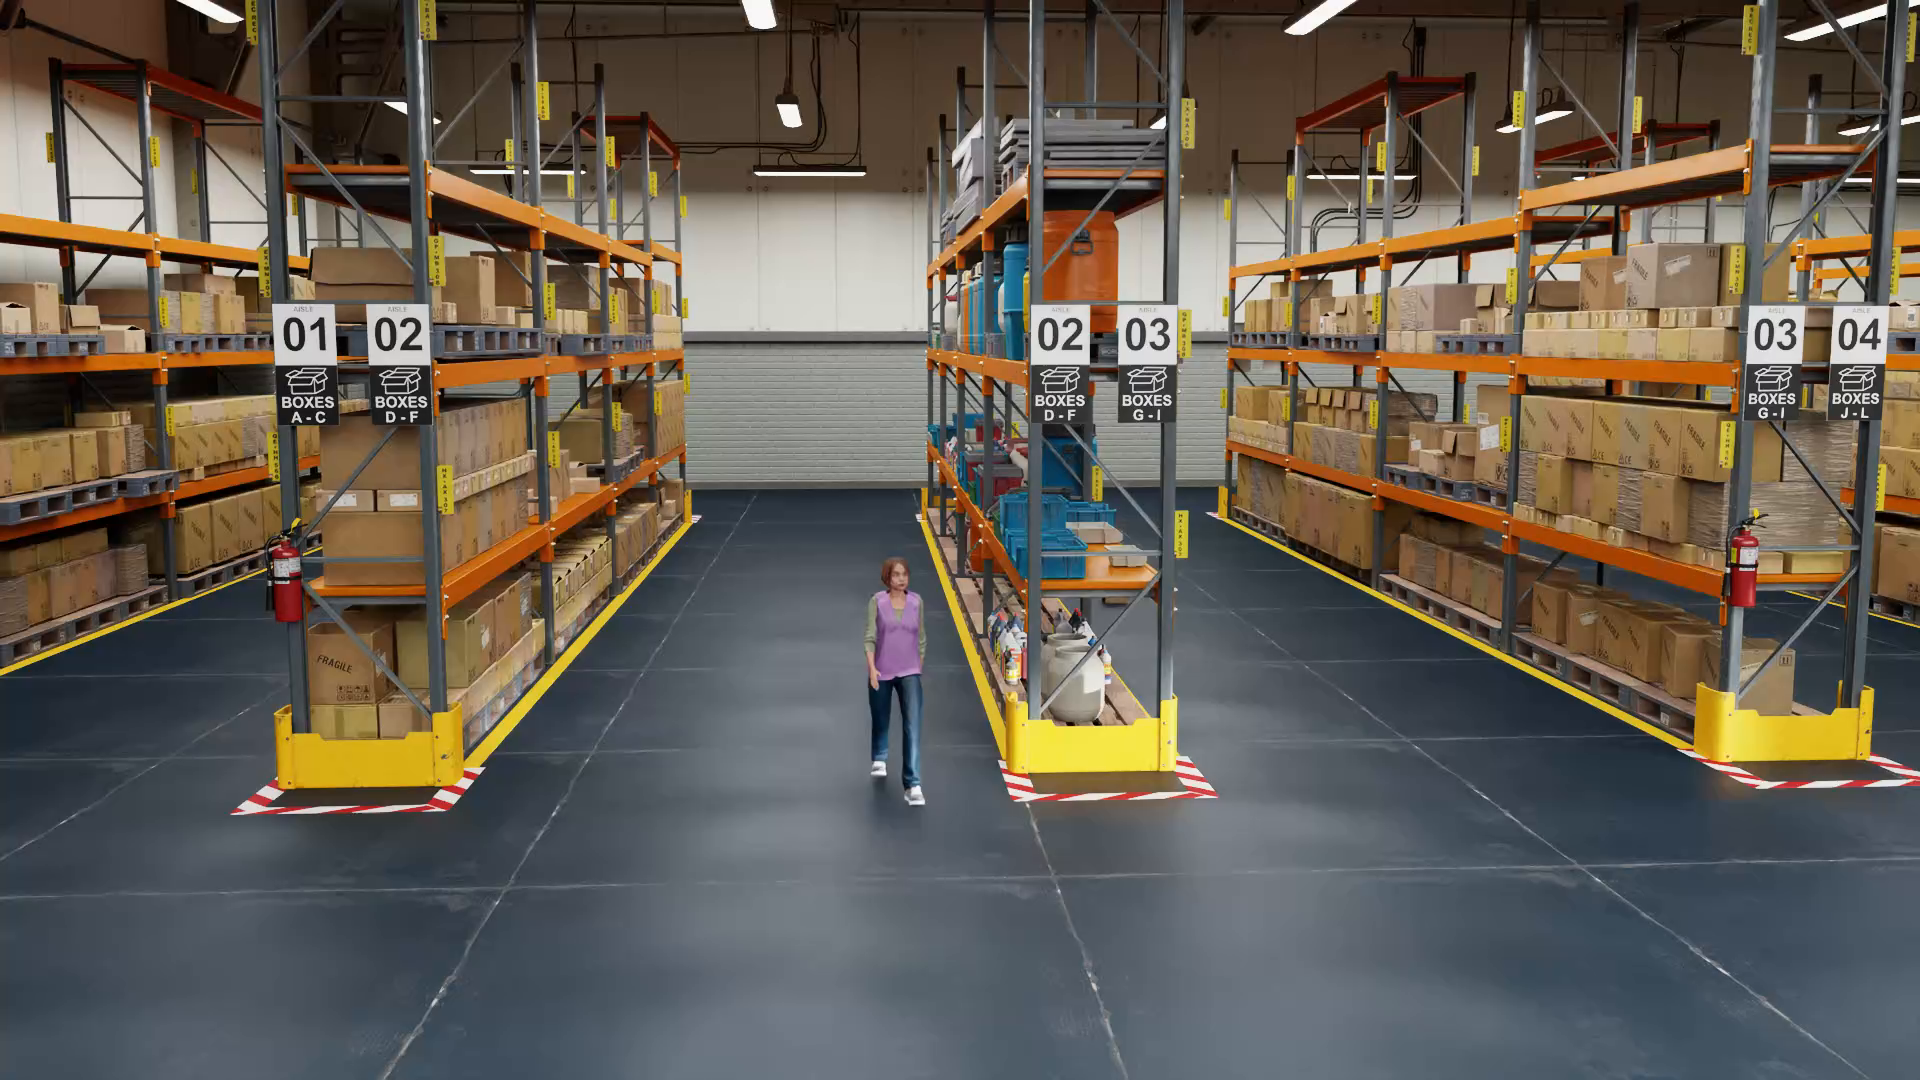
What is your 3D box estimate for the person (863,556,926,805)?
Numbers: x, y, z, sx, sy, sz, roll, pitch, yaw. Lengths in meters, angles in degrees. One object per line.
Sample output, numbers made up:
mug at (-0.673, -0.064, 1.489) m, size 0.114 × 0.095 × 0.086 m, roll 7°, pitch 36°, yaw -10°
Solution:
person at (-0.417, 0.881, 10.814) m, size 0.426 × 1.534 × 0.922 m, roll -1°, pitch 7°, yaw -6°
